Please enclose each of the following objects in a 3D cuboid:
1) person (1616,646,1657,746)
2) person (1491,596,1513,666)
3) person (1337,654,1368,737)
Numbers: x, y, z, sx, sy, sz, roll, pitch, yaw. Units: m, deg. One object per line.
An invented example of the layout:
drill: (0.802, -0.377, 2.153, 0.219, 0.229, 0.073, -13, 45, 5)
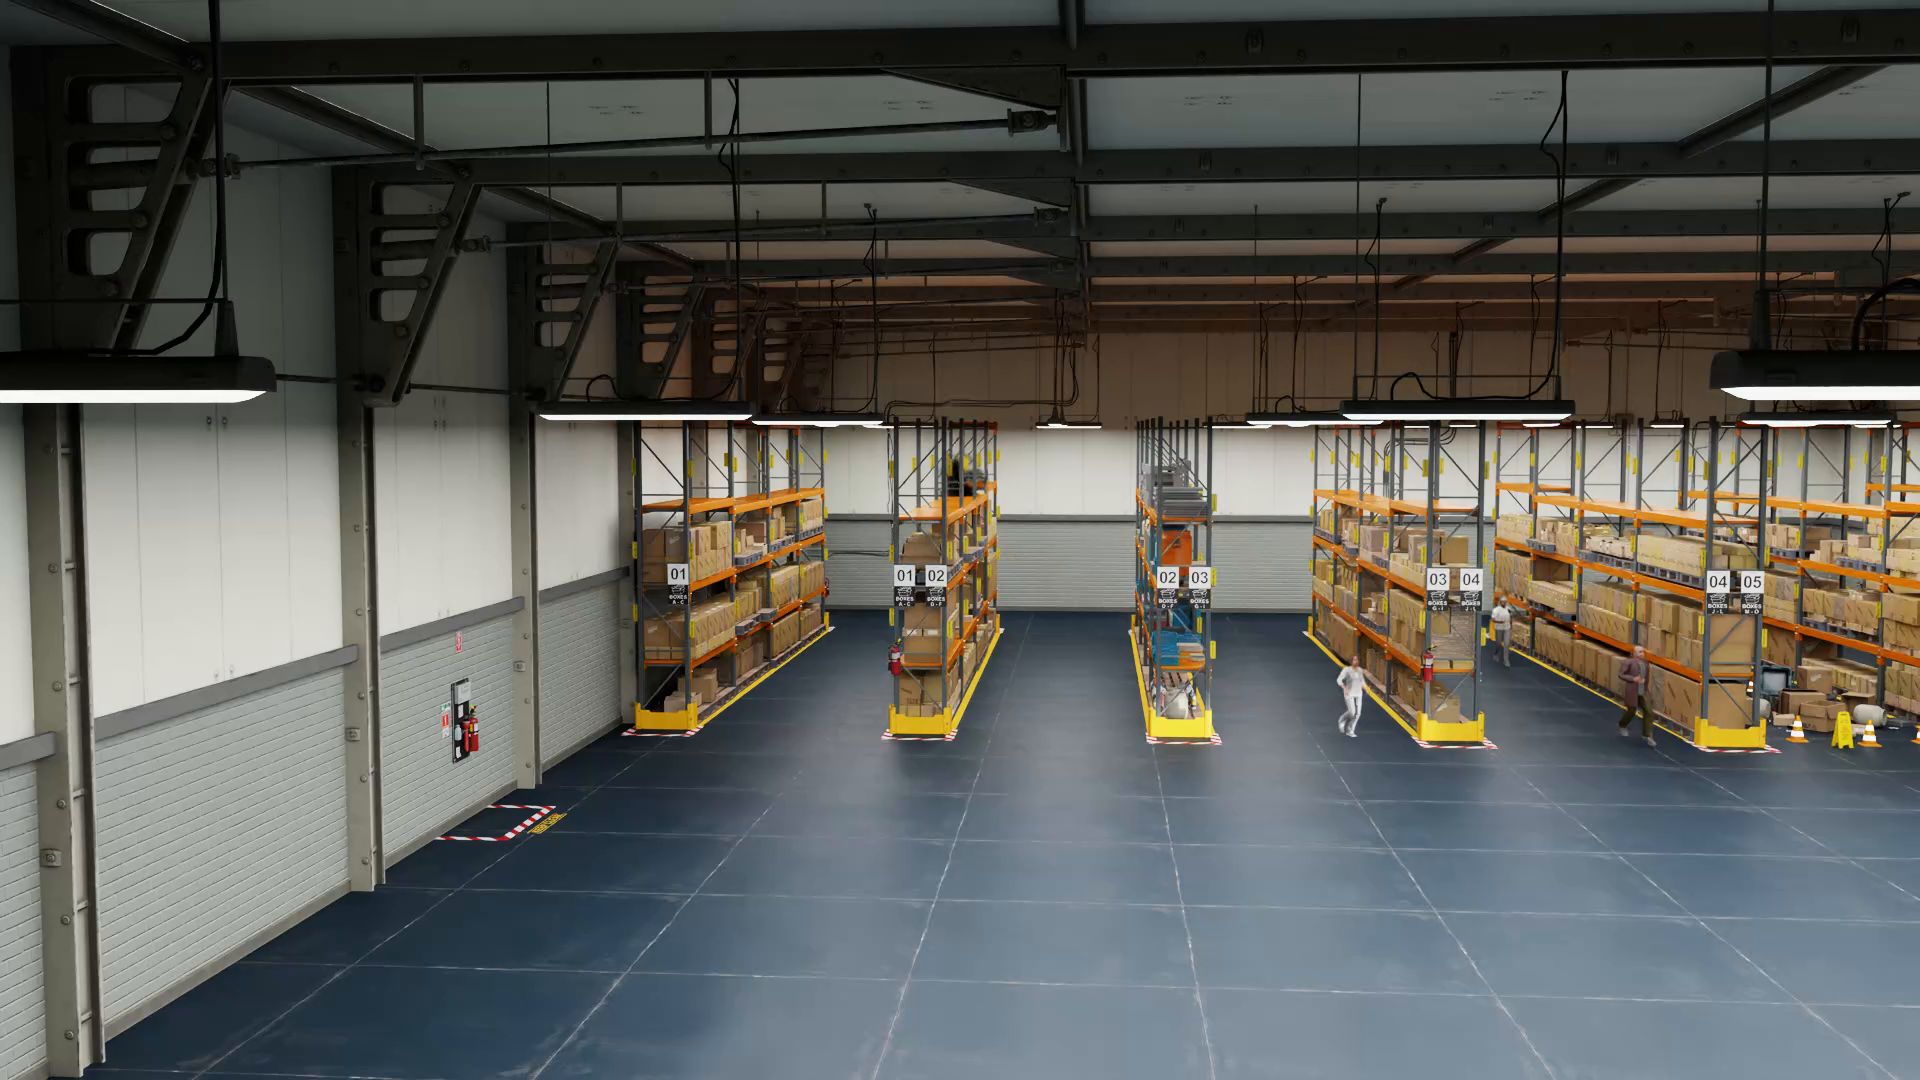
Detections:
person: (12.467, 2.836, 30.681, 0.741, 1.801, 1.022, -1, 4, -10)
person: (13.261, 2.198, 40.653, 0.562, 1.685, 0.847, 0, 4, 1)
person: (7.370, 2.917, 31.151, 0.536, 1.550, 0.542, -1, 4, -17)
